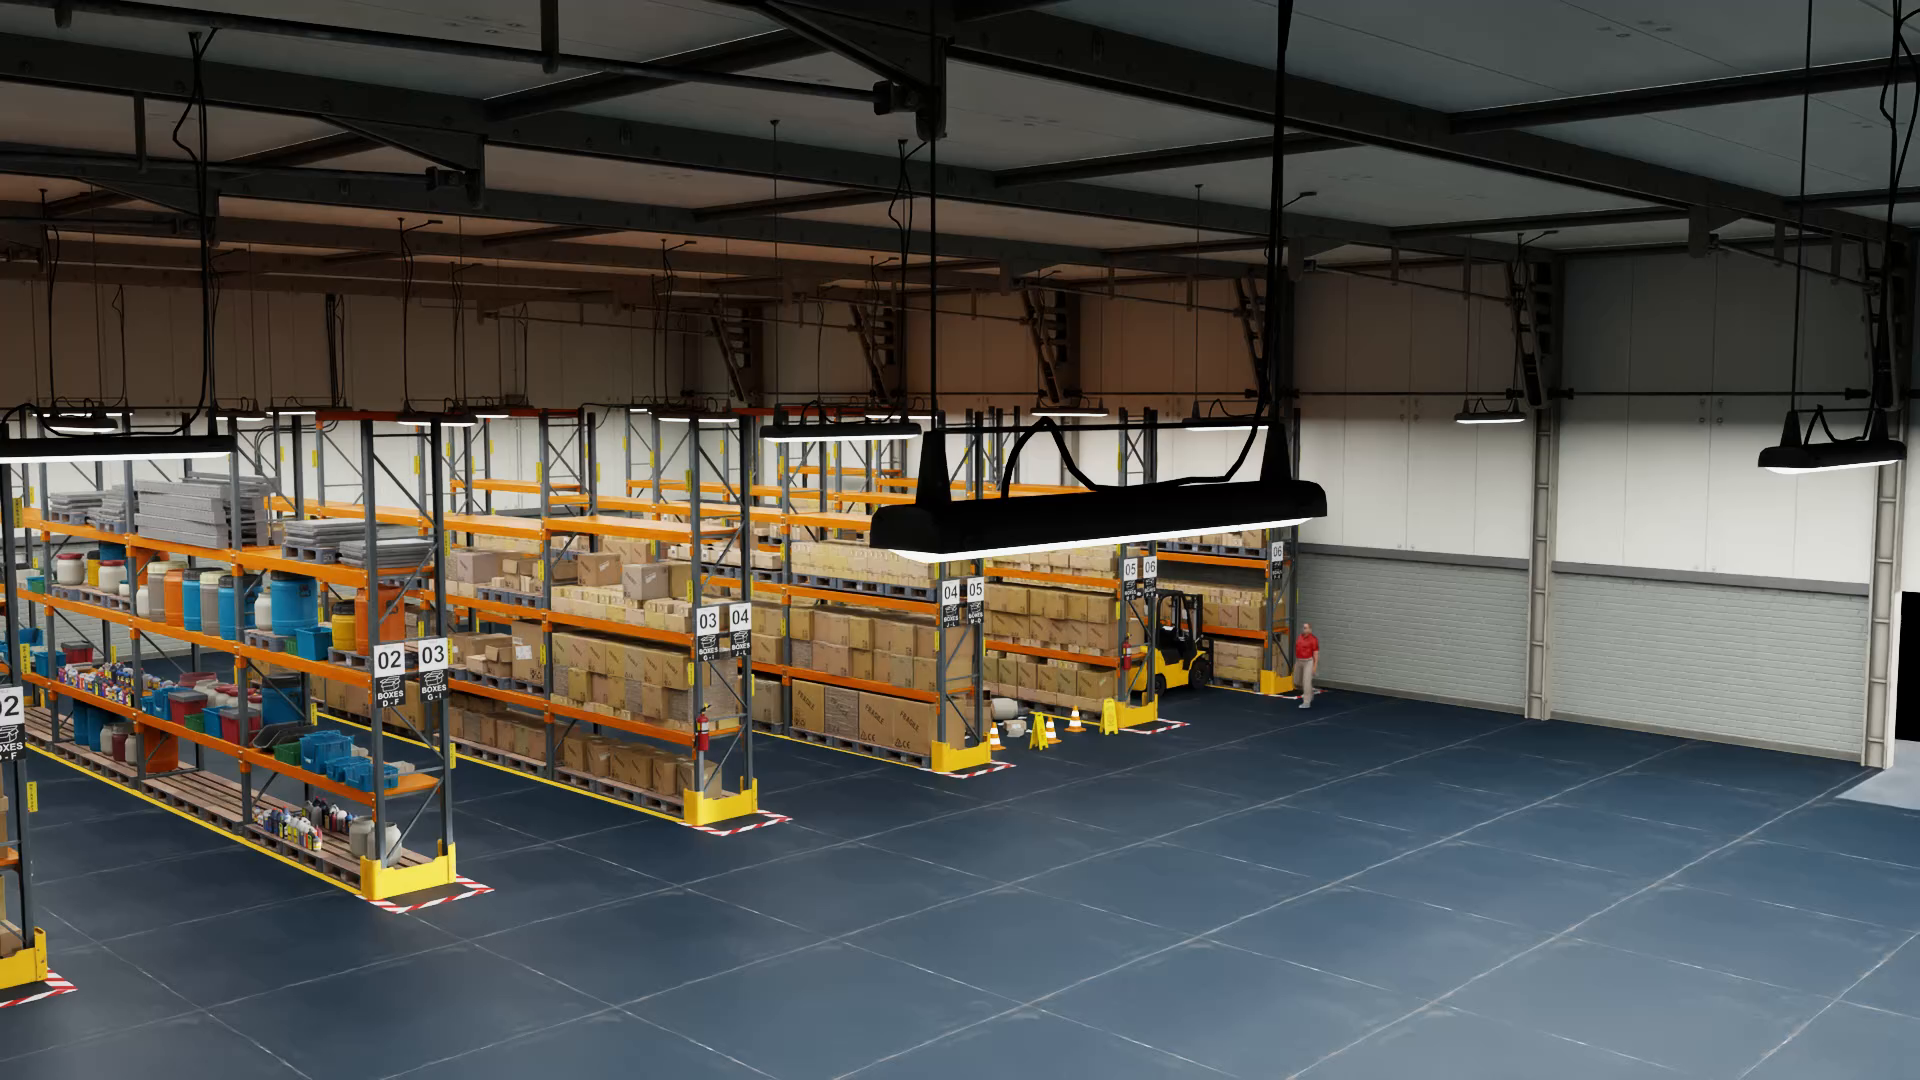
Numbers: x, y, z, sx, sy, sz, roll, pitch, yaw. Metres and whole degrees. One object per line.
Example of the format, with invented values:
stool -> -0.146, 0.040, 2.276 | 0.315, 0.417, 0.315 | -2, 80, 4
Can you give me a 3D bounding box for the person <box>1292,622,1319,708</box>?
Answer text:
person -> 6.996, 2.499, 33.448 | 0.545, 1.699, 0.688 | 5, 7, 43
